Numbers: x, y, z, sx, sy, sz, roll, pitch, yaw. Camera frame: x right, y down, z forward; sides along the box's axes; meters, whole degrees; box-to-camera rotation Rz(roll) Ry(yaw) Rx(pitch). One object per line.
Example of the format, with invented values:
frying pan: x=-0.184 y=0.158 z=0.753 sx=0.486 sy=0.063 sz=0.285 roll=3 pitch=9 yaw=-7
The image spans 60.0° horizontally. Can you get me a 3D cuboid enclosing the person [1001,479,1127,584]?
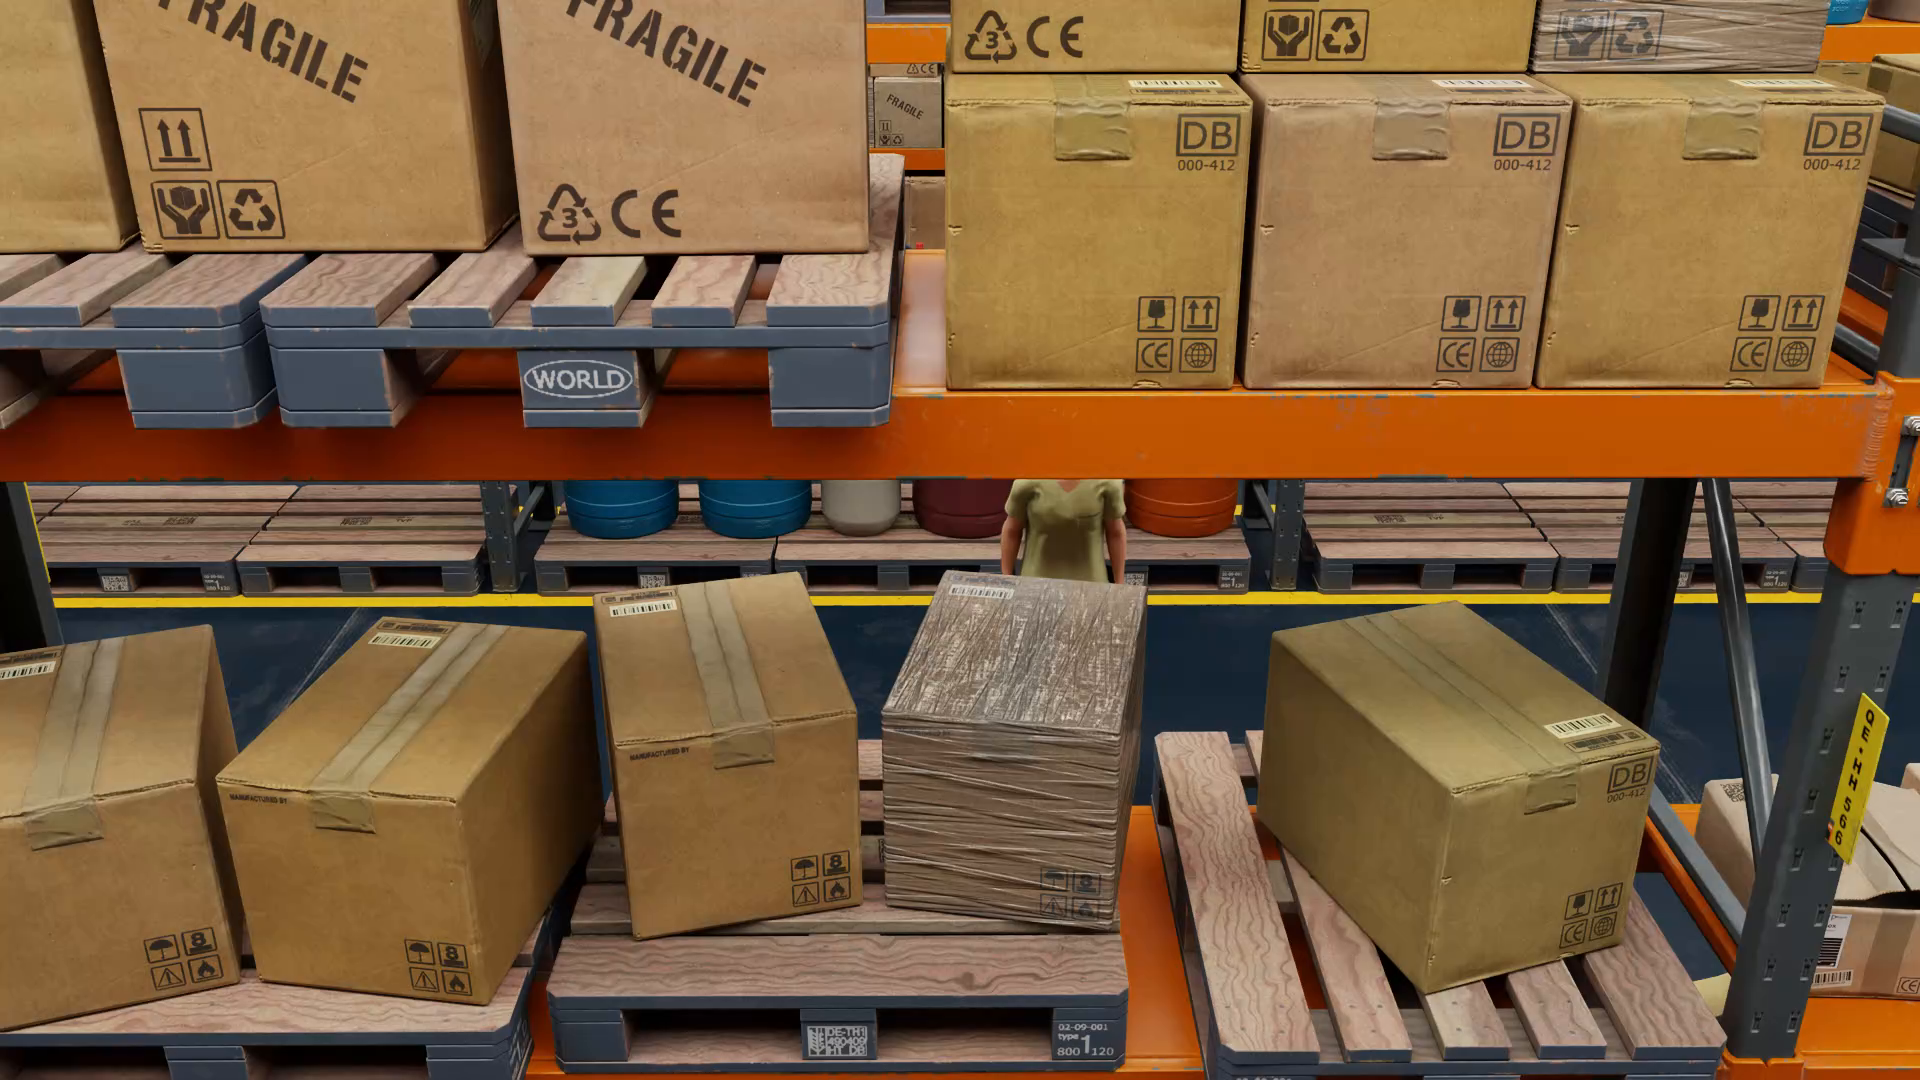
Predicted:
person: x=0.411 y=0.217 z=6.621 sx=0.499 sy=1.673 sz=0.356 roll=0 pitch=24 yaw=0
